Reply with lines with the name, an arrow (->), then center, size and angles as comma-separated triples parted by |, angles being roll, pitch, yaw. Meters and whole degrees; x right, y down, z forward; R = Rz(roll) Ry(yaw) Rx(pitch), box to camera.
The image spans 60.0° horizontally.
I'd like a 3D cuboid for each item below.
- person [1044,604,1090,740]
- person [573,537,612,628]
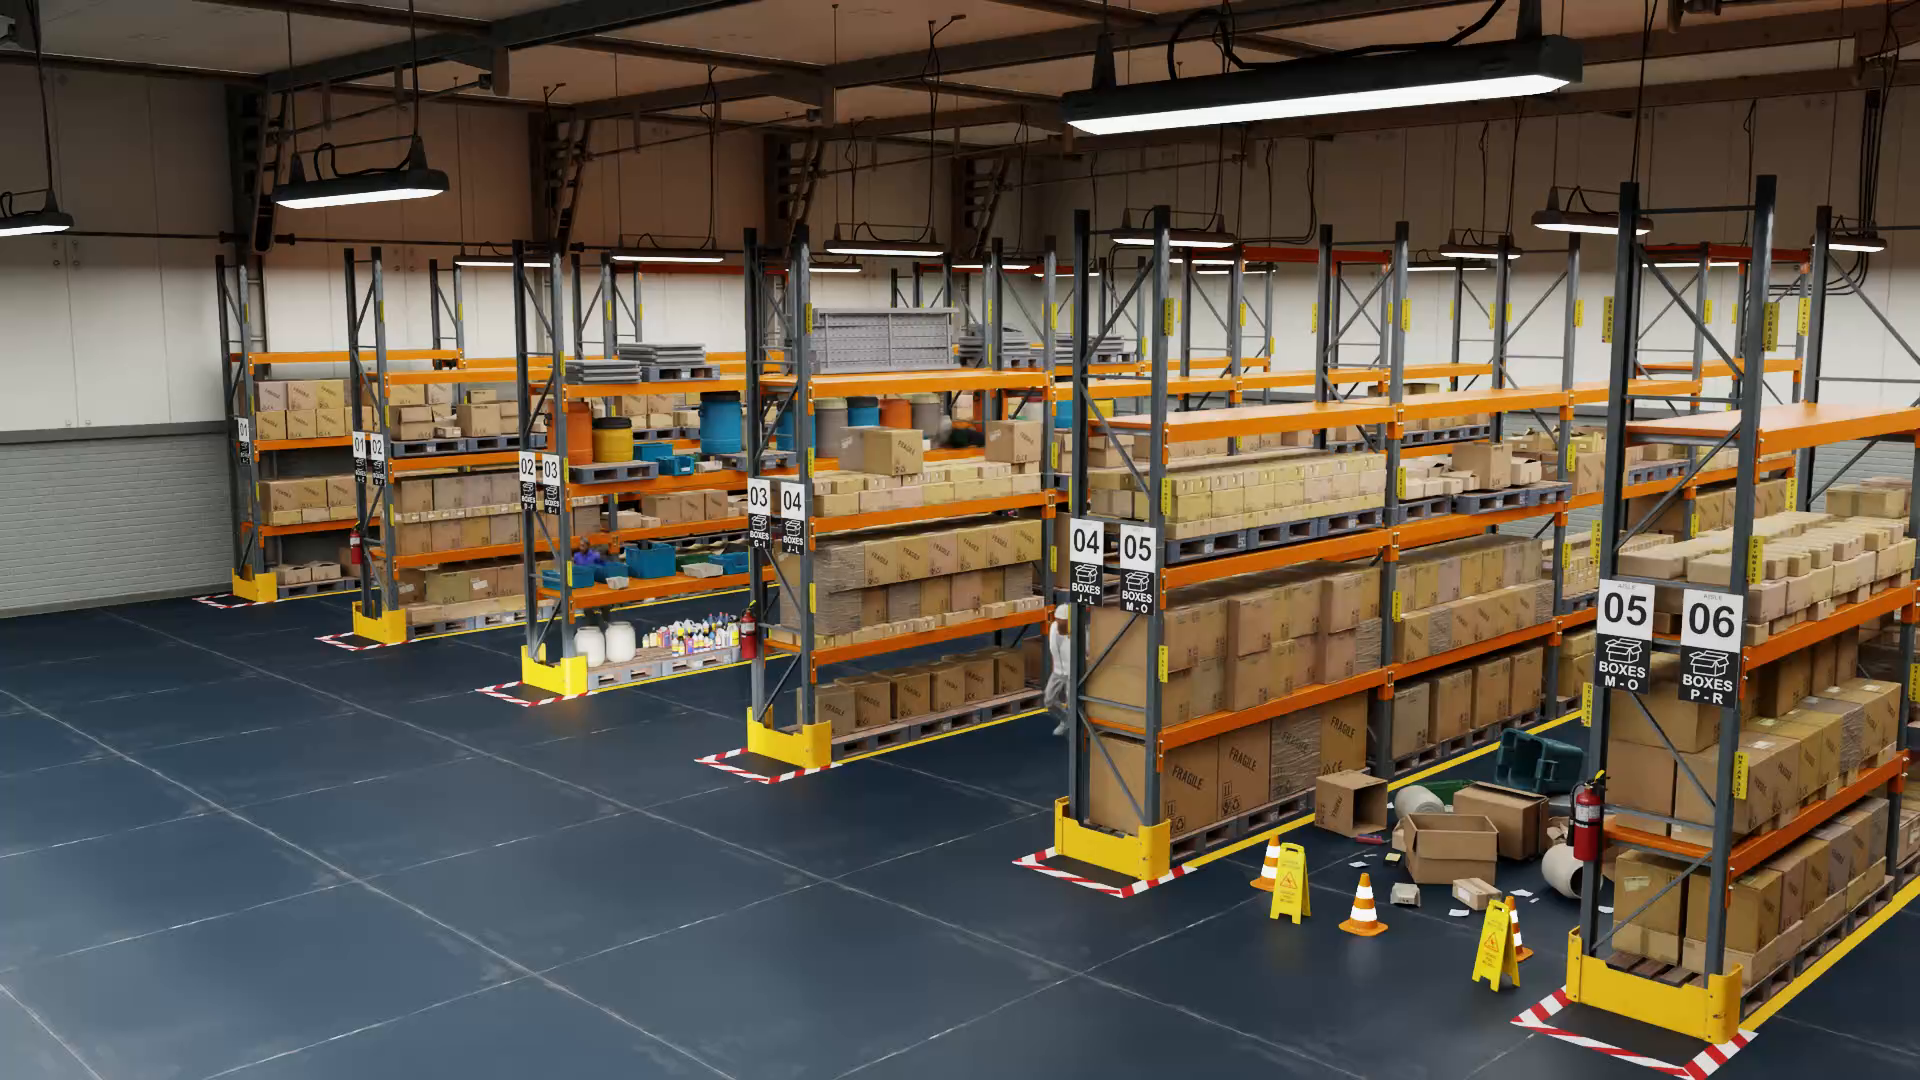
person -> 1.270, 1.557, 19.492 | 0.648, 1.683, 0.675 | 6, 10, 38
person -> -5.751, 0.702, 26.102 | 0.573, 1.583, 0.753 | 0, 8, 1
